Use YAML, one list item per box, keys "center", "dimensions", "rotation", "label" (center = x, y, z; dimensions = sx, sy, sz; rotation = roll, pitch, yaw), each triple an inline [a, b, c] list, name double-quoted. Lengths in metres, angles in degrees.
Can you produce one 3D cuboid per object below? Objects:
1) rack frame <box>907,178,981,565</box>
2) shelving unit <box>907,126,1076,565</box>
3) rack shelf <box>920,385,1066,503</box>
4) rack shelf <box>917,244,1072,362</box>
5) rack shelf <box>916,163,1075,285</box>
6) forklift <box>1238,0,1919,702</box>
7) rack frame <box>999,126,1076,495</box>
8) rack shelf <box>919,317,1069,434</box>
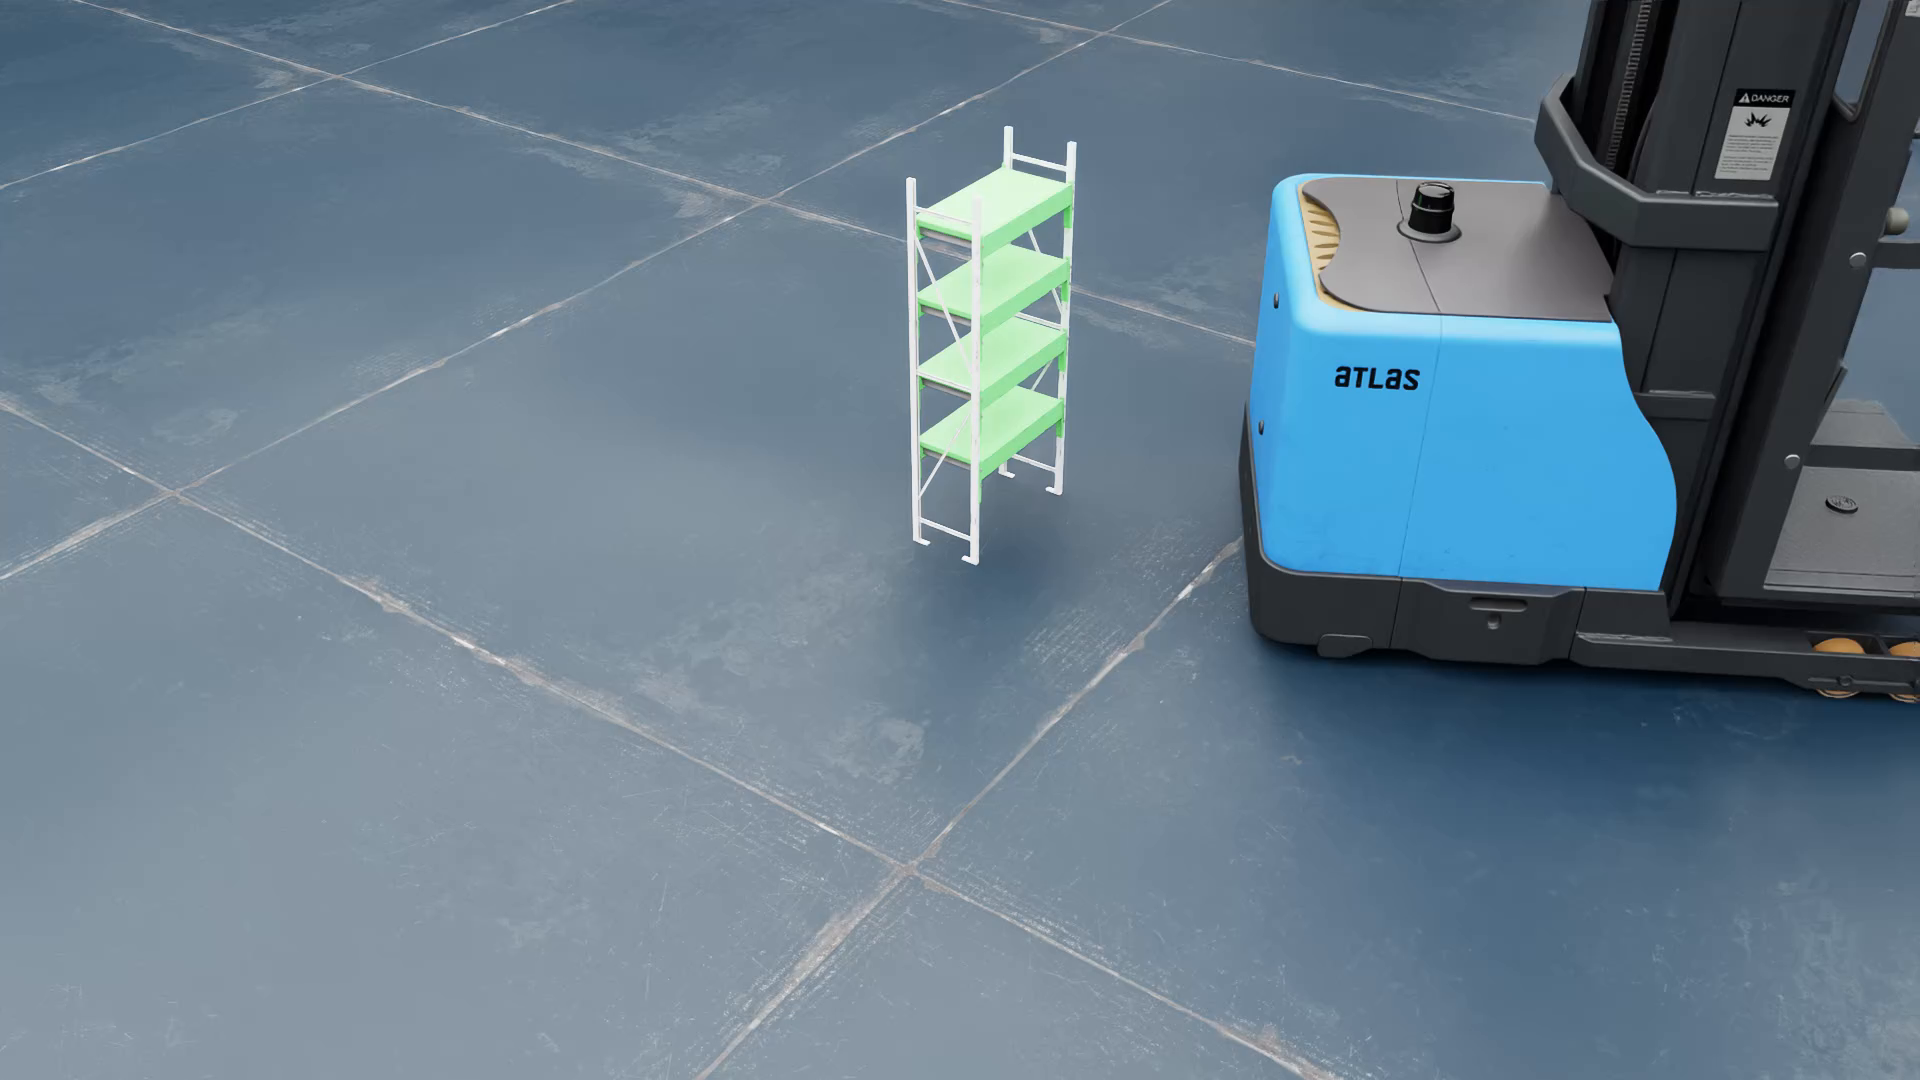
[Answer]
- center: [-0.045, -0.461, 4.860]
  dimensions: [0.240, 1.200, 0.015]
  rotation: [21, 39, 28]
  label: "rack frame"
- center: [0.094, -0.573, 5.027]
  dimensions: [0.258, 1.200, 0.503]
  rotation: [21, 39, 28]
  label: "shelving unit"
- center: [0.094, -0.321, 5.197]
  dimensions: [0.258, 0.148, 0.480]
  rotation: [21, 39, 28]
  label: "rack shelf"
- center: [0.094, -0.719, 4.928]
  dimensions: [0.258, 0.148, 0.480]
  rotation: [21, 39, 28]
  label: "rack shelf"
- center: [0.094, -0.918, 4.793]
  dimensions: [0.258, 0.148, 0.480]
  rotation: [21, 39, 28]
  label: "rack shelf"
- center: [2.385, -1.080, 4.230]
  dimensions: [3.031, 2.935, 1.130]
  rotation: [3, 34, 5]
  label: "forklift"
- center: [0.234, -0.685, 5.193]
  dimensions: [0.240, 1.200, 0.015]
  rotation: [21, 39, 28]
  label: "rack frame"
- center: [0.094, -0.520, 5.062]
  dimensions: [0.258, 0.148, 0.480]
  rotation: [21, 39, 28]
  label: "rack shelf"
